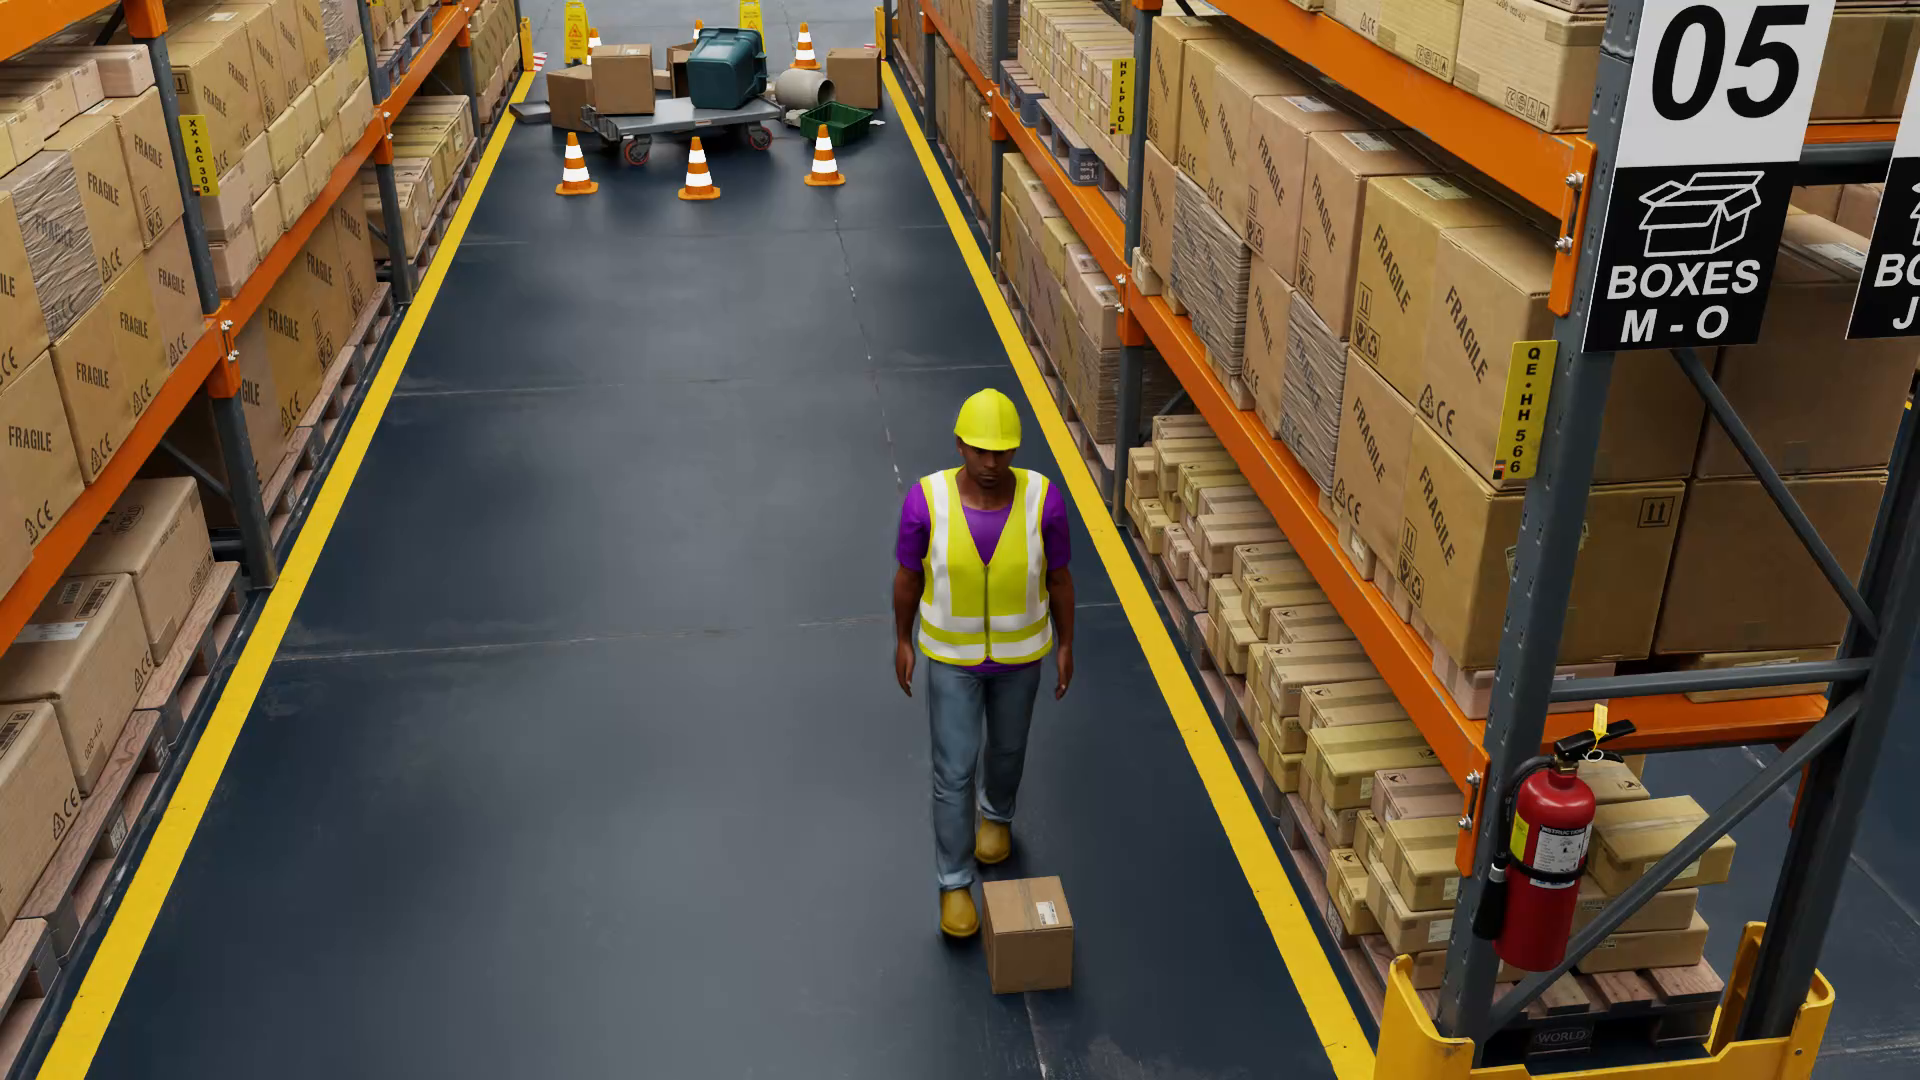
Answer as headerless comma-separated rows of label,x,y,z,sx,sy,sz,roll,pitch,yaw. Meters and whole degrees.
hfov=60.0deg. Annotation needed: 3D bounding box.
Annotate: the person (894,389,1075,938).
person,0.088,0.393,5.325,0.585,1.757,0.734,-2,27,-4
